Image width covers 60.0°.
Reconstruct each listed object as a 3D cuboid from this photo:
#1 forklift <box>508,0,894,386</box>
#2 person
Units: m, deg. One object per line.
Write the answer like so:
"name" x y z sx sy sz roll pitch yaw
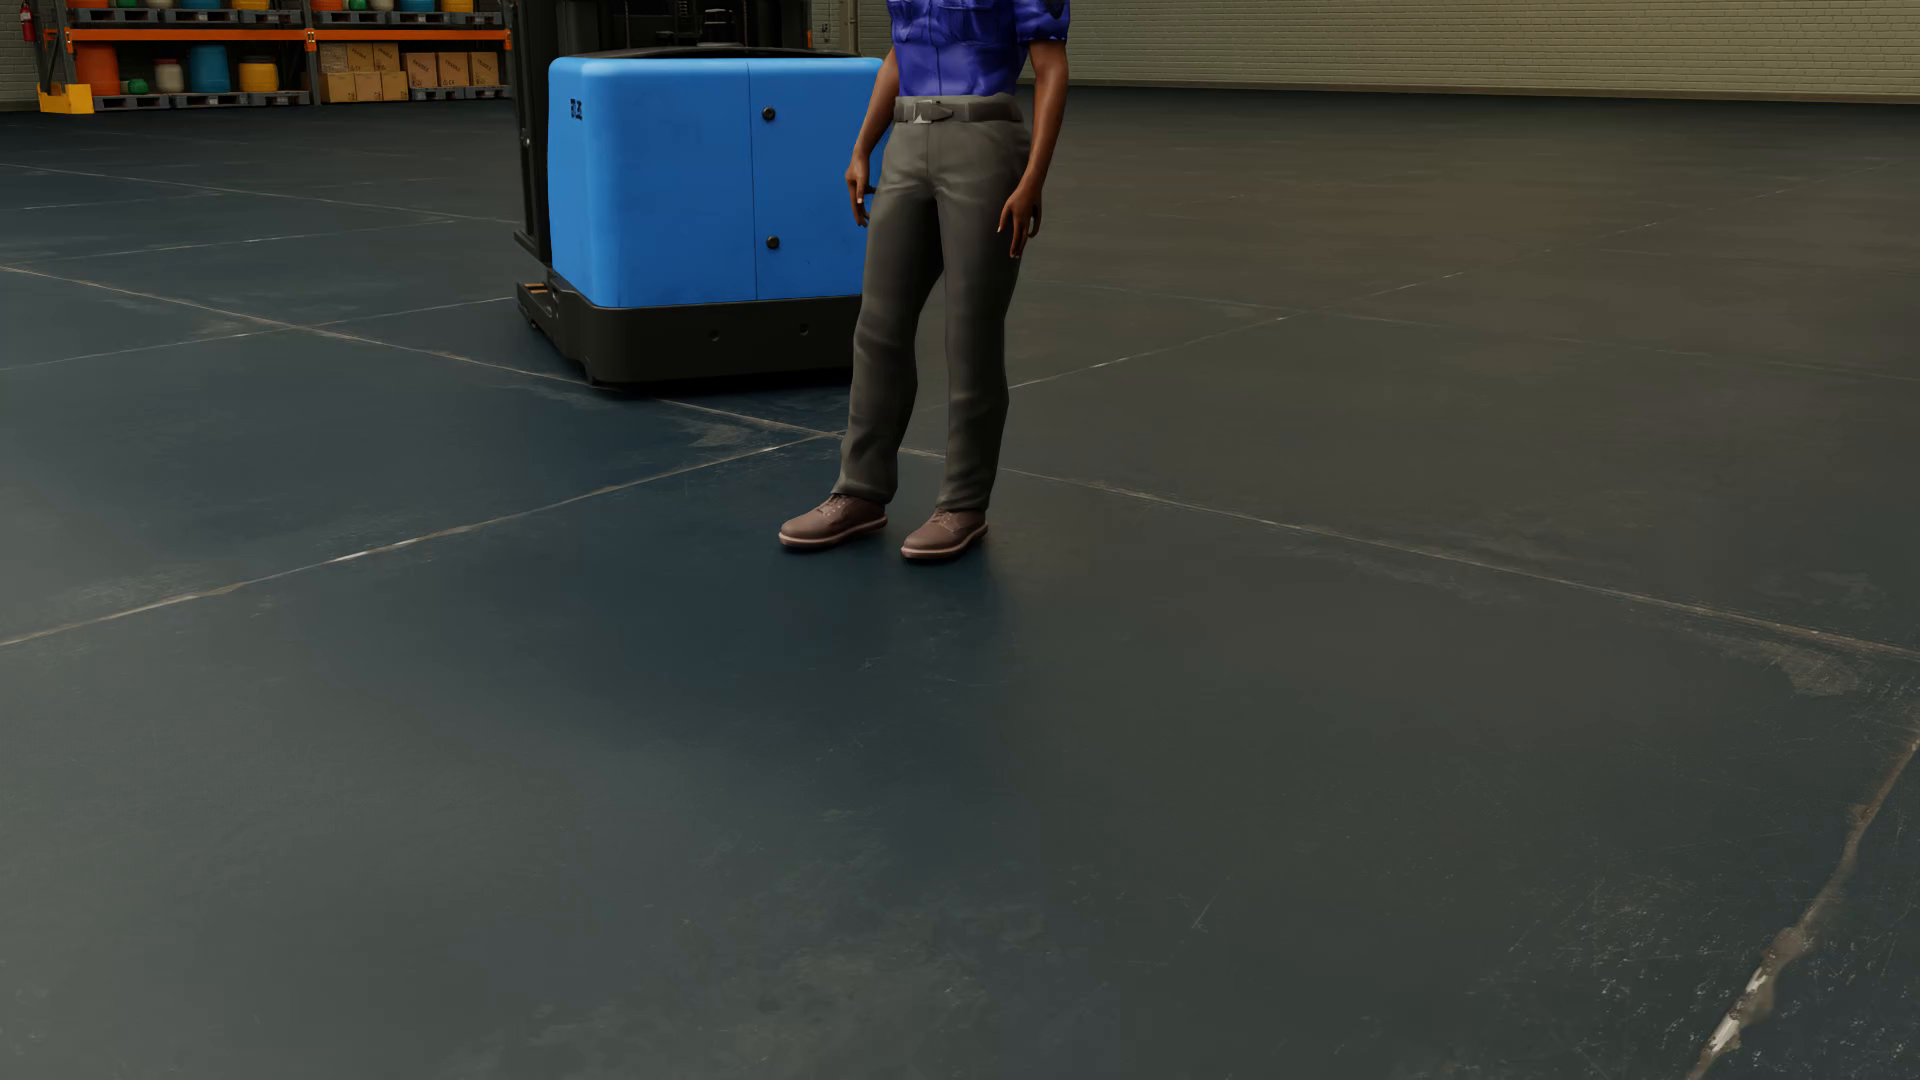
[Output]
"forklift" -1.208 -2.296 6.457 1.130 2.935 3.031 -6 18 -20
"person" -0.071 -0.782 3.646 0.570 1.656 0.503 13 21 37
